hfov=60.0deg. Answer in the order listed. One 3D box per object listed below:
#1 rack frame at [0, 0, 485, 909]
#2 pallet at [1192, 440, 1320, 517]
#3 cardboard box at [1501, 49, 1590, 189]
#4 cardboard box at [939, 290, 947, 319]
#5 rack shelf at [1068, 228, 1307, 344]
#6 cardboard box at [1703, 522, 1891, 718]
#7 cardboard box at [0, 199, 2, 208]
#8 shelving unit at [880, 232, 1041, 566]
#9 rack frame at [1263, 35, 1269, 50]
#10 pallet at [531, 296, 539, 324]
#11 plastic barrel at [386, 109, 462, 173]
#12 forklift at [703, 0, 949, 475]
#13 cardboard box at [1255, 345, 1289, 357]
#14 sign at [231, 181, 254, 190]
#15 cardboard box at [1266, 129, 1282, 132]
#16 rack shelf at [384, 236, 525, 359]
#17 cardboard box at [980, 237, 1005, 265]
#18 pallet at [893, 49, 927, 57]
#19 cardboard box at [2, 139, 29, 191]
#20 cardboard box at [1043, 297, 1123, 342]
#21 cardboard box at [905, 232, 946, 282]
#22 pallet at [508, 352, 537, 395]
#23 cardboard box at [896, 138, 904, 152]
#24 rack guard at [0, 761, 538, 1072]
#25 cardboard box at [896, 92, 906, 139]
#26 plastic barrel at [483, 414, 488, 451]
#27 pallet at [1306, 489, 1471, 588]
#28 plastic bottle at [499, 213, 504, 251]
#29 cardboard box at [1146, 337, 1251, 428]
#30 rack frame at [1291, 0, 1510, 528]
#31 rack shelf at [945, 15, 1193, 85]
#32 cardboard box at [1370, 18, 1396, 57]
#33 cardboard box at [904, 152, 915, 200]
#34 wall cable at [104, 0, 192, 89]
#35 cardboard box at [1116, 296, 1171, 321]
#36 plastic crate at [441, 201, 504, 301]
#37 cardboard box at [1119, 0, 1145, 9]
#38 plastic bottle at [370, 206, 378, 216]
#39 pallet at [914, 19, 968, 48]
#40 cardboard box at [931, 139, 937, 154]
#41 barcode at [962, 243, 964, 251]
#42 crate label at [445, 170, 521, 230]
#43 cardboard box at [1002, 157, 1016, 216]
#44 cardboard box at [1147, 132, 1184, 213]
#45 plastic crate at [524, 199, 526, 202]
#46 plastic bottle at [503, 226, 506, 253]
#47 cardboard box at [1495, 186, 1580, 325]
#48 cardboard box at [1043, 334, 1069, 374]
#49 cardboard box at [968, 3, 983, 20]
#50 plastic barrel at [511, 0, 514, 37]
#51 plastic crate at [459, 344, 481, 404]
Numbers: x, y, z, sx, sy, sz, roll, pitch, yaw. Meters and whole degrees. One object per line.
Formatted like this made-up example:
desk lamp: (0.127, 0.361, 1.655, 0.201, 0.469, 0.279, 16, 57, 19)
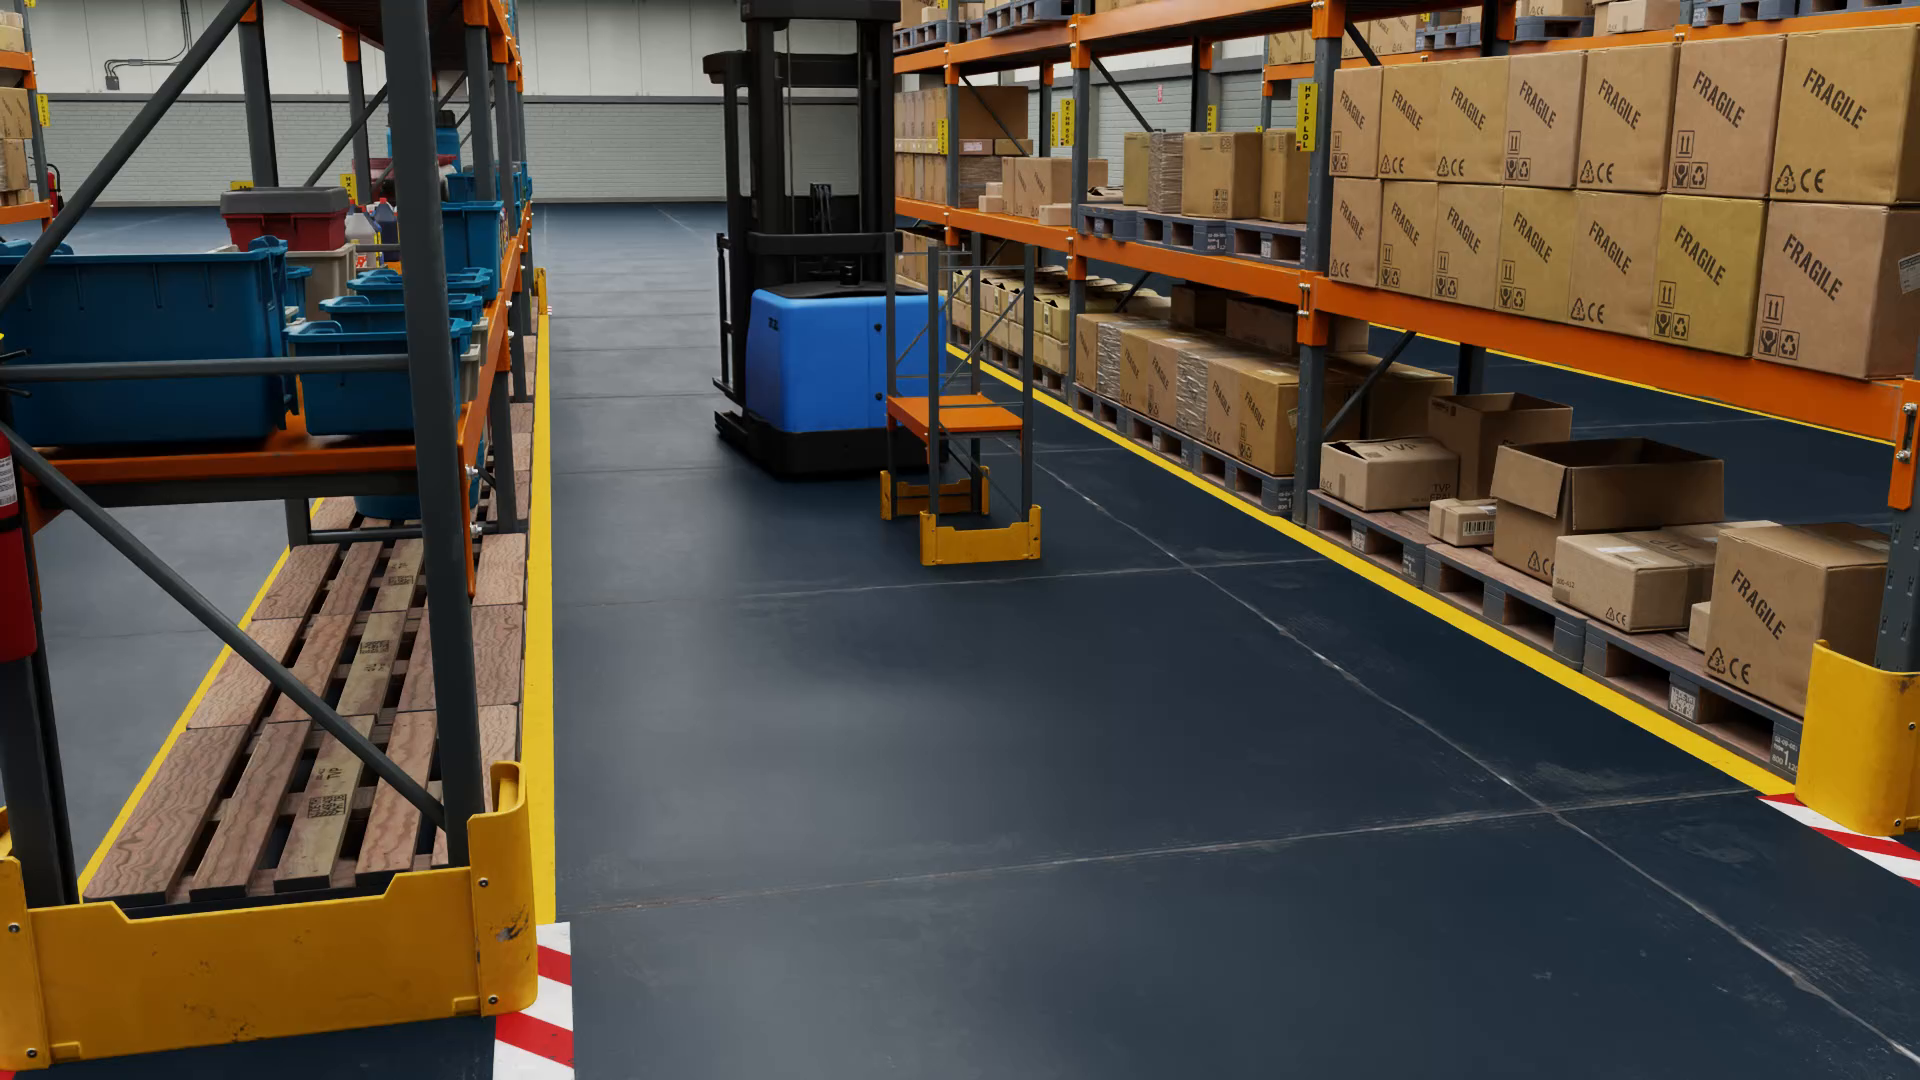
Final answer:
rack frame: (-1.621, -0.364, 3.596, 1.000, 3.000, 0.127, -3, 14, -13)
pallet: (2.027, -0.393, 9.590, 1.003, 0.211, 1.213, -3, 14, -13)
cardboard box: (2.456, -1.615, 6.400, 0.500, 0.500, 0.500, -3, 14, -11)
cardboard box: (0.055, -2.371, 16.719, 0.500, 0.250, 0.500, -3, 14, -13)
rack shelf: (1.785, -1.674, 10.474, 1.077, 0.370, 4.000, -3, 14, -13)
cardboard box: (2.827, 0.250, 5.425, 0.500, 0.500, 0.500, -3, 14, -13)
cardboard box: (-9.471, -3.262, 15.990, 0.380, 0.149, 0.250, -3, 14, -13)
shelving unit: (-0.018, -0.746, 8.321, 0.587, 1.500, 1.083, -3, 14, -13)
rack frame: (4.251, -7.521, 20.253, 1.000, 3.000, 0.127, -3, 14, -13)
pallet: (-5.130, -2.498, 18.206, 1.003, 0.211, 1.213, -3, 14, -13)
plastic barrel: (-4.643, -3.270, 14.434, 0.600, 0.901, 0.708, -3, 14, -13)
forklift: (-1.033, -2.119, 10.926, 1.130, 2.935, 3.031, -5, 15, -19)
cardboard box: (2.132, -0.925, 10.231, 0.500, 0.500, 0.500, -3, 14, -13)
sign: (-3.096, -1.391, 7.217, 0.100, 0.325, 0.005, -3, 14, -13)
cardboard box: (4.071, -4.781, 20.372, 0.500, 0.500, 0.500, -3, 14, -13)
rack shelf: (-3.030, -1.399, 9.347, 1.077, 0.370, 4.000, -3, 14, -13)
cardboard box: (0.447, -2.879, 17.221, 0.500, 0.500, 0.500, -3, 14, -13)
pallet: (-0.422, -5.580, 18.812, 1.003, 0.211, 1.213, -3, 14, -13)
cardboard box: (-9.857, -3.735, 16.557, 0.875, 0.500, 0.500, -3, 14, -13)
cardboard box: (0.953, -1.733, 12.925, 0.500, 0.311, 0.500, -3, 14, -12)
cardboard box: (-0.304, -3.081, 18.044, 0.500, 0.500, 0.500, -3, 14, -13)
pallet: (-3.927, -1.317, 13.371, 1.003, 0.211, 1.213, -3, 14, -13)
cardboard box: (-0.501, -4.415, 18.599, 0.380, 0.149, 0.250, -4, 14, -14)
rack guard: (-1.603, 0.855, 3.873, 1.175, 0.500, 0.348, -3, 14, -13)
cardboard box: (-0.325, -4.767, 18.676, 0.700, 0.500, 0.500, -4, 14, -15)
plastic barrel: (-2.884, -0.707, 9.359, 0.421, 0.512, 0.421, 0, 14, 0)
pallet: (2.416, -0.049, 8.182, 1.003, 0.211, 1.213, -3, 14, -13)
plastic bottle: (-2.725, -1.813, 9.633, 0.144, 0.351, 0.185, -3, 14, -13)
cardboard box: (1.514, -1.007, 10.567, 0.500, 0.500, 0.500, -4, 14, -15)
rack frame: (2.255, -1.562, 8.500, 1.000, 3.000, 0.127, -3, 14, -13)
rack shelf: (0.846, -4.054, 13.895, 1.077, 0.370, 4.000, -3, 14, -13)
cardboard box: (4.725, -5.420, 17.718, 0.500, 0.500, 0.500, -5, 14, -18)
cardboard box: (-0.227, -4.035, 18.410, 0.700, 0.500, 0.500, -3, 14, -13)
wall cable: (-22.583, -15.504, 45.761, 2.305, 6.003, 0.169, -3, 14, -13)
cardboard box: (1.478, -1.763, 13.048, 0.500, 0.311, 0.500, -3, 14, -11)
plastic crate: (-2.119, -1.219, 7.005, 0.392, 0.384, 0.575, -3, 14, -13)
cardboard box: (1.571, -3.774, 11.023, 0.910, 0.500, 0.500, -3, 14, -13)
plastic bottle: (-3.544, -1.897, 10.145, 0.097, 0.271, 0.097, 0, 14, 0)
pallet: (0.151, -5.017, 16.508, 1.003, 0.211, 1.213, -3, 14, -13)
cardboard box: (-0.079, -4.000, 16.901, 0.380, 0.149, 0.250, -3, 14, -13)
barcode: (0.032, -2.791, 15.849, 0.001, 0.075, 0.075, -3, 14, -13)
crate label: (-3.470, -2.471, 12.146, 0.502, 0.435, 0.616, -3, 14, -13)
cardboard box: (0.665, -3.156, 14.816, 0.500, 0.500, 0.500, -2, 14, -9)
cardboard box: (1.602, -2.377, 10.739, 0.700, 0.500, 0.500, -1, 14, -3)
plastic crate: (-4.439, -3.230, 15.458, 0.767, 0.338, 0.504, -3, 14, -13)
plastic bottle: (-2.790, -1.828, 10.007, 0.097, 0.201, 0.097, 0, 14, 0)
cardboard box: (2.470, -1.127, 6.509, 0.500, 0.500, 0.500, -3, 14, -14)
cardboard box: (0.955, -1.461, 12.995, 0.500, 0.250, 0.500, -3, 14, -12)
cardboard box: (0.388, -5.349, 16.688, 0.500, 0.311, 0.500, -4, 14, -16)
plastic barrel: (-4.109, -4.728, 14.081, 0.600, 0.901, 0.708, -3, 14, -13)
plastic crate: (-1.354, -0.419, 4.251, 0.250, 0.136, 0.298, -3, 14, -13)
